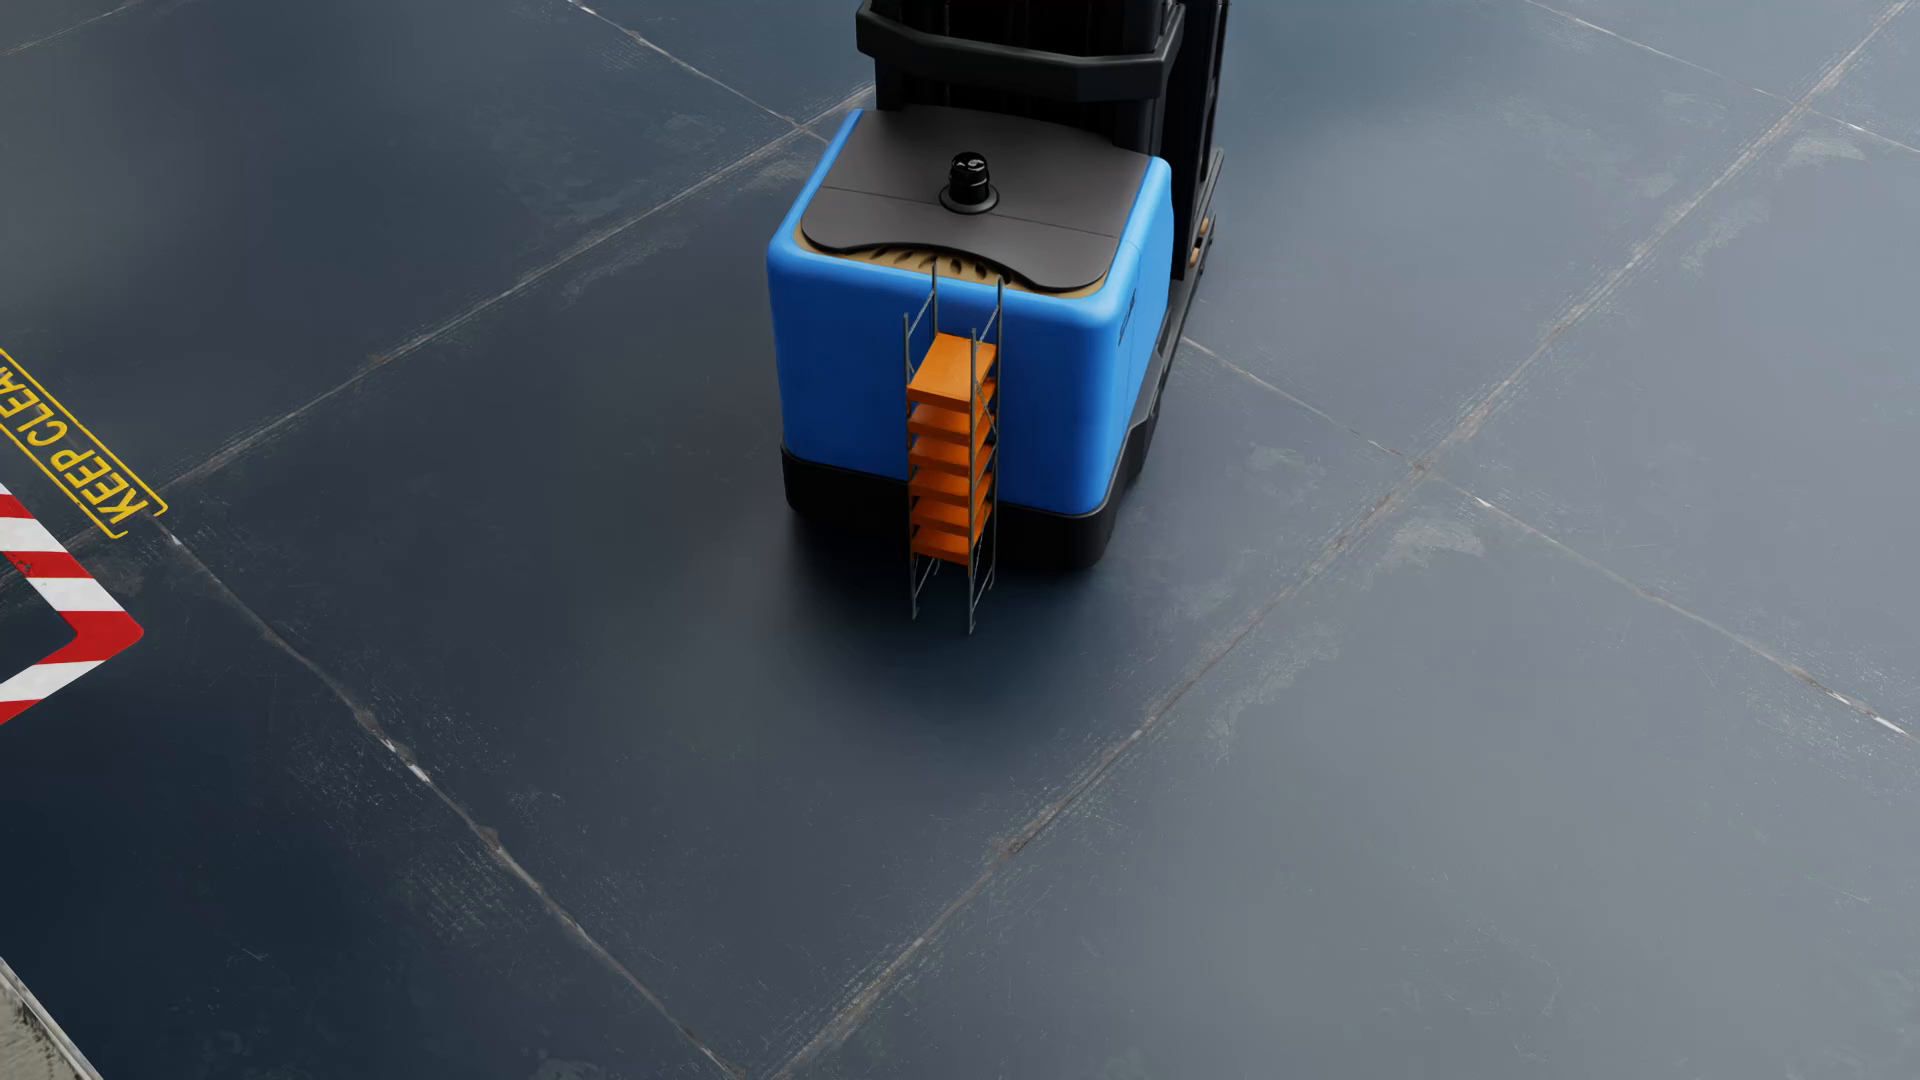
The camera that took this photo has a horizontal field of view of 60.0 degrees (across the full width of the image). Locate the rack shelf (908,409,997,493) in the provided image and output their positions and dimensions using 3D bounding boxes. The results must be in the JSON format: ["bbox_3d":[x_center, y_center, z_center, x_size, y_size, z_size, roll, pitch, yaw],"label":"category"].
[{"bbox_3d":[-0.018,-0.273,4.671,0.180,0.103,0.258,14,49,13],"label":"rack shelf"}]

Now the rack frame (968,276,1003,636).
[{"bbox_3d":[0.068,-0.199,4.706,0.006,1.200,0.240,14,49,13],"label":"rack frame"}]

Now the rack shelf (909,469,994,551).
[{"bbox_3d":[-0.019,-0.110,4.847,0.180,0.103,0.258,14,49,13],"label":"rack shelf"}]

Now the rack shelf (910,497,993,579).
[{"bbox_3d":[-0.019,-0.028,4.935,0.180,0.103,0.258,14,49,13],"label":"rack shelf"}]

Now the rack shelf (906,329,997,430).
[{"bbox_3d":[-0.018,-0.436,4.495,0.180,0.103,0.258,14,49,13],"label":"rack shelf"}]

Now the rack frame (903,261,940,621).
[{"bbox_3d":[-0.105,-0.243,4.747,0.006,1.200,0.240,14,49,13],"label":"rack frame"}]

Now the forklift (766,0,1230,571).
[{"bbox_3d":[0.339,-2.004,5.215,1.130,2.935,3.031,12,48,11],"label":"forklift"}]

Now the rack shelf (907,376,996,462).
[{"bbox_3d":[-0.018,-0.354,4.583,0.180,0.103,0.258,14,49,13],"label":"rack shelf"}]

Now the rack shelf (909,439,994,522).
[{"bbox_3d":[-0.018,-0.191,4.759,0.180,0.103,0.258,14,49,13],"label":"rack shelf"}]

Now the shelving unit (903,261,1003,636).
[{"bbox_3d":[-0.018,-0.221,4.727,0.189,1.200,0.258,14,49,13],"label":"shelving unit"}]
